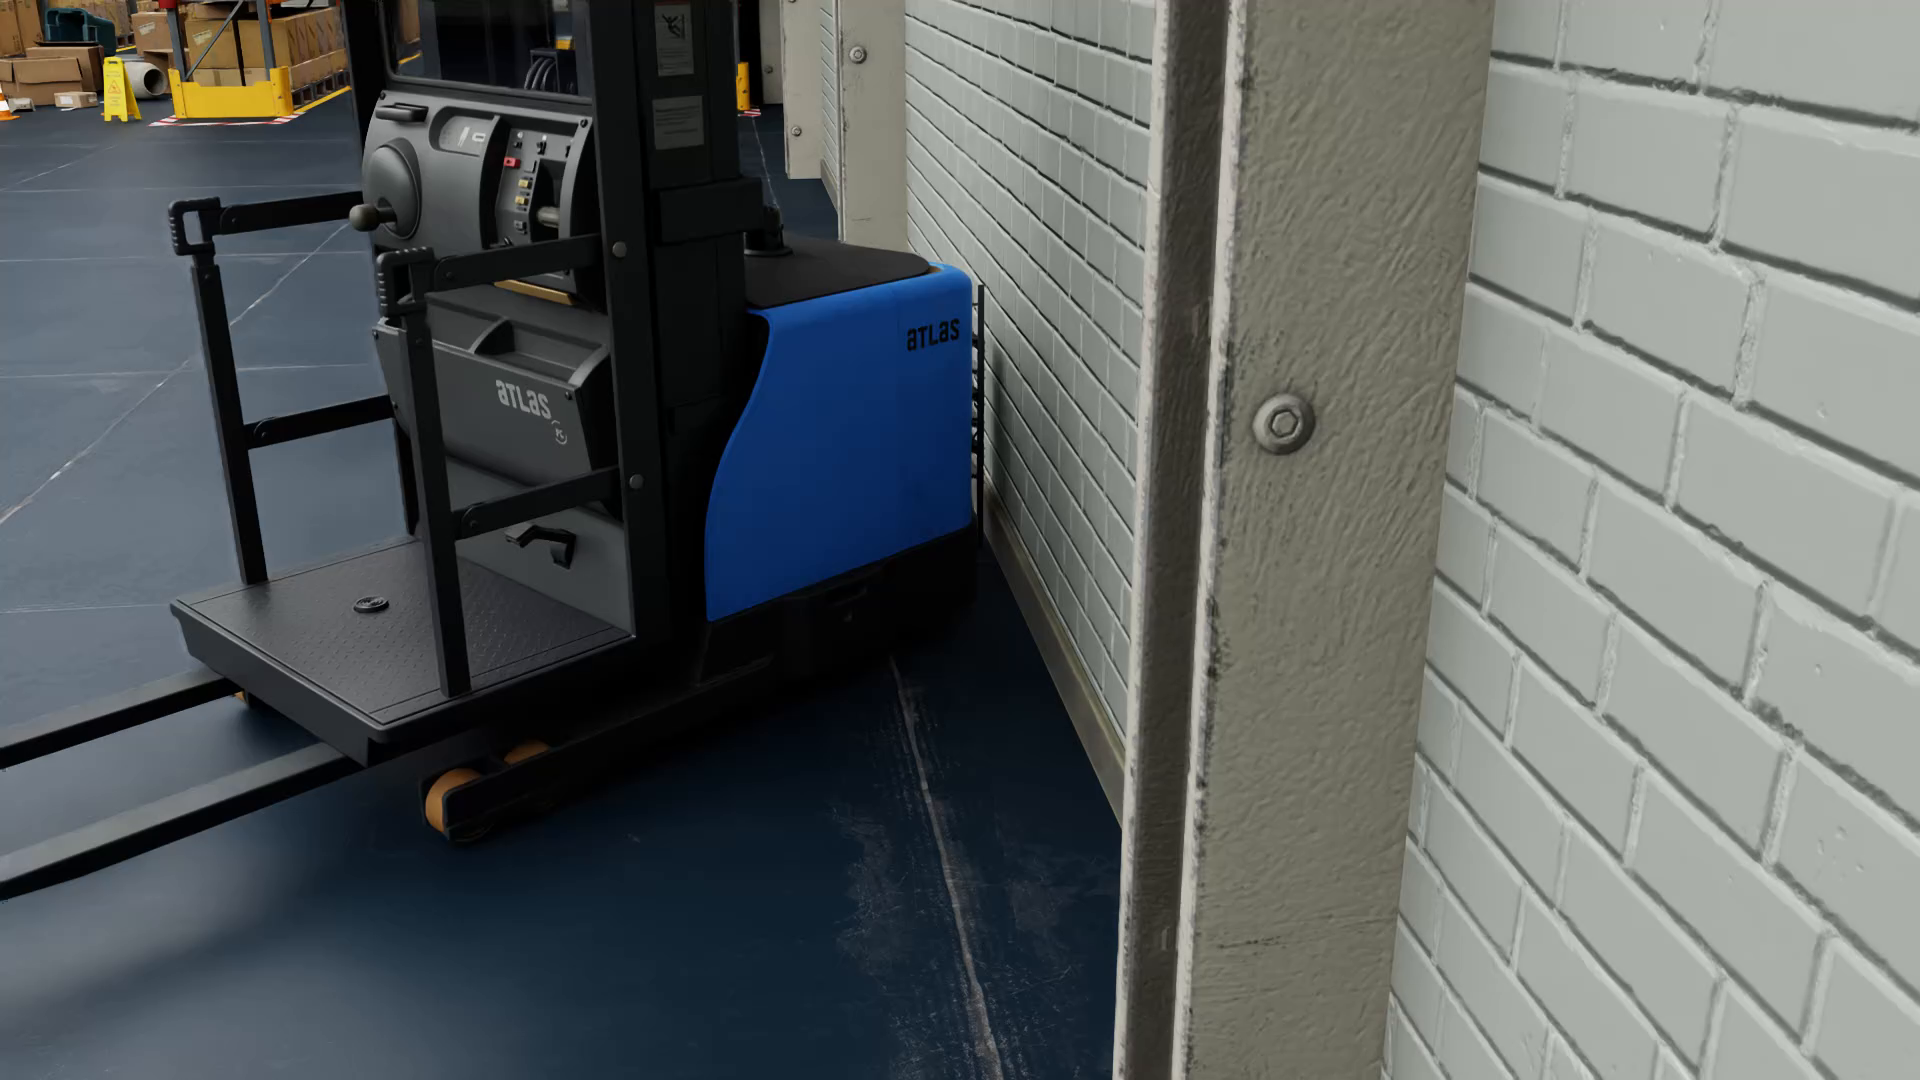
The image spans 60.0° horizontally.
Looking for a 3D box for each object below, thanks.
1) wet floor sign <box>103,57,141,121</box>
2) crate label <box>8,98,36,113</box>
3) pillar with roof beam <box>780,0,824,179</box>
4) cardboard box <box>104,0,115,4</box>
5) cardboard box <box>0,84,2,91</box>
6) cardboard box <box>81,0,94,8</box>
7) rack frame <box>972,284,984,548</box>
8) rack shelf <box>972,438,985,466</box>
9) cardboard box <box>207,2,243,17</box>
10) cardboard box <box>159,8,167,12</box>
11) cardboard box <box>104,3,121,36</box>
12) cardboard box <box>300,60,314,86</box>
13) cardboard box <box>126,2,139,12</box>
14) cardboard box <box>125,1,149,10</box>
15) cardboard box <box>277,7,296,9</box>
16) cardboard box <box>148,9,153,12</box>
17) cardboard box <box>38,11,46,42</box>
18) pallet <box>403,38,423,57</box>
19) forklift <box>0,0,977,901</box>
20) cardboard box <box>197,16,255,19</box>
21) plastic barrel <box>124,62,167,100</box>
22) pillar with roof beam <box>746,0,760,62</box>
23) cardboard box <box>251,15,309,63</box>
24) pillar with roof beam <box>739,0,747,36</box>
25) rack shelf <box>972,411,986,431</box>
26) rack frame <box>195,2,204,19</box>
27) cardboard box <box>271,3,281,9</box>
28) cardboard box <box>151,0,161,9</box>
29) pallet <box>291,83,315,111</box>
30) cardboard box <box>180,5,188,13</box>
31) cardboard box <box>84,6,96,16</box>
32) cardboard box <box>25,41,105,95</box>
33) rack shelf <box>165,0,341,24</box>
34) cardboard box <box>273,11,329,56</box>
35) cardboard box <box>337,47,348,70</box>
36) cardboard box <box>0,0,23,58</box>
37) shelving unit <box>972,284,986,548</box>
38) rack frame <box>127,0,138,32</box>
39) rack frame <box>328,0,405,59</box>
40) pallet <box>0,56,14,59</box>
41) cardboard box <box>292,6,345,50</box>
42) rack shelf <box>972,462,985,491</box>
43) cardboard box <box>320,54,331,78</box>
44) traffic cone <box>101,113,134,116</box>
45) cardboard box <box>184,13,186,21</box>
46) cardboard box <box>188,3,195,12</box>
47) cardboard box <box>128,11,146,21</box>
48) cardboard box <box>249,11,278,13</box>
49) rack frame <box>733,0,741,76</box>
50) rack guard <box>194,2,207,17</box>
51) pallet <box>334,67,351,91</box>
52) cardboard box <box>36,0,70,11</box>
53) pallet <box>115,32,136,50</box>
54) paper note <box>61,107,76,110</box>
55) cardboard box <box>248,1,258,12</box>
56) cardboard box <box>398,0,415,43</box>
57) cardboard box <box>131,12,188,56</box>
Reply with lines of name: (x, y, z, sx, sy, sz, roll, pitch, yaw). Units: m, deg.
wet floor sign: (-8.887, -4.765, 17.551, 0.267, 0.644, 0.232, 4, 21, 11)
crate label: (-10.418, -4.825, 18.440, 0.250, 0.136, 0.298, -15, 25, -35)
pillar with roof beam: (-5.548, -7.041, 11.707, 9.100, 9.000, 0.400, -3, 21, -8)
cardboard box: (-14.051, -8.811, 26.919, 0.500, 0.250, 0.500, -2, 21, -5)
cardboard box: (-11.246, -5.304, 19.539, 0.396, 0.266, 0.258, 1, 20, 2)
cardboard box: (-13.884, -8.448, 25.948, 0.500, 0.250, 0.500, -3, 21, -7)
rack frame: (-0.036, -0.385, 5.460, 0.240, 0.900, 0.006, -7, 22, -18)
rack shelf: (-0.070, -0.303, 5.593, 0.258, 0.077, 0.200, -7, 22, -18)
cardboard box: (-8.382, -6.026, 18.894, 0.380, 0.149, 0.250, -3, 21, -7)
cardboard box: (-14.427, -9.446, 29.769, 0.380, 0.149, 0.250, -3, 21, -8)
cardboard box: (-14.040, -8.462, 27.057, 0.500, 0.500, 0.500, -3, 21, -9)
cardboard box: (-7.765, -5.366, 19.126, 0.500, 0.250, 0.500, -2, 21, -6)
cardboard box: (-14.314, -9.127, 28.490, 0.380, 0.149, 0.250, -2, 21, -6)
cardboard box: (-14.380, -9.310, 28.981, 0.380, 0.149, 0.250, -3, 21, -9)
cardboard box: (-8.615, -6.414, 20.860, 0.500, 0.500, 0.500, -2, 21, -5)
cardboard box: (-14.437, -9.259, 29.268, 0.380, 0.149, 0.250, -4, 21, -11)
cardboard box: (-13.742, -7.756, 25.167, 0.500, 0.500, 0.500, -4, 21, -10)
pallet: (-9.048, -7.728, 26.104, 1.003, 0.211, 1.213, -3, 21, -8)
forklift: (-1.322, -0.876, 3.873, 1.130, 2.935, 3.031, 18, 27, 40)
cardboard box: (-8.308, -5.692, 18.927, 0.500, 0.500, 0.500, -2, 21, -6)
plastic barrel: (-9.652, -5.419, 19.620, 0.512, 0.421, 0.421, 12, 24, 30)
pillar with roof beam: (-7.278, -11.196, 22.831, 9.100, 9.000, 0.400, -3, 21, -8)
cardboard box: (-7.782, -5.729, 19.027, 0.500, 0.500, 0.500, -4, 21, -10)
pillar with roof beam: (-8.143, -13.273, 28.393, 9.100, 9.000, 0.400, -3, 21, -8)
rack shelf: (-0.070, -0.387, 5.561, 0.258, 0.077, 0.200, -7, 22, -18)
rack frame: (-15.046, -11.242, 31.529, 1.000, 3.000, 0.127, -3, 21, -8)
cardboard box: (-8.656, -6.672, 20.623, 0.380, 0.149, 0.250, -3, 21, -7)
cardboard box: (-14.396, -9.492, 29.467, 0.380, 0.149, 0.250, -2, 21, -7)
pallet: (-7.949, -4.990, 18.776, 1.003, 0.211, 1.213, -3, 21, -8)
cardboard box: (-14.611, -9.895, 30.970, 0.380, 0.149, 0.250, -4, 21, -10)
cardboard box: (-13.897, -8.107, 26.108, 0.500, 0.500, 0.500, -3, 21, -9)
cardboard box: (-10.757, -5.685, 20.025, 0.797, 0.637, 0.503, -3, 21, -8)
rack shelf: (-8.144, -6.343, 19.439, 1.077, 0.370, 4.000, -3, 21, -8)
cardboard box: (-7.932, -6.088, 19.987, 0.500, 0.500, 0.500, -2, 21, -5)
cardboard box: (-8.081, -6.090, 21.063, 0.500, 0.250, 0.500, -2, 21, -5)
cardboard box: (-13.765, -7.097, 23.047, 1.050, 0.750, 0.750, -3, 21, -7)
shelving unit: (-0.070, -0.418, 5.550, 0.258, 0.900, 0.210, -7, 22, -18)
rack frame: (-14.469, -9.857, 27.821, 1.000, 3.000, 0.127, -3, 21, -8)
rack frame: (-9.009, -8.757, 24.875, 1.000, 3.000, 0.127, -3, 21, -8)
pallet: (-13.681, -6.468, 22.732, 1.003, 0.211, 1.213, -3, 21, -8)
cardboard box: (-8.082, -6.441, 20.932, 0.500, 0.500, 0.500, -3, 21, -9)
rack shelf: (-0.070, -0.218, 5.624, 0.258, 0.077, 0.200, -7, 22, -18)
cardboard box: (-7.926, -5.729, 20.099, 0.500, 0.250, 0.500, -3, 21, -7)
traffic cone: (-9.194, -4.883, 18.128, 0.336, 0.463, 0.334, -3, 21, -8)
cardboard box: (-14.674, -9.752, 31.014, 0.380, 0.149, 0.250, -3, 21, -8)
cardboard box: (-14.687, -10.074, 31.452, 0.380, 0.149, 0.250, -3, 21, -9)
cardboard box: (-14.205, -9.000, 28.574, 0.380, 0.149, 0.250, -2, 21, -5)
cardboard box: (-8.453, -6.050, 19.885, 0.500, 0.500, 0.500, -2, 21, -5)
rack frame: (-2.944, -6.239, 18.133, 1.000, 3.000, 0.127, -3, 21, -8)
rack guard: (-15.035, -10.045, 31.896, 1.175, 0.500, 0.348, -3, 21, -8)
pallet: (-8.301, -5.835, 21.037, 1.003, 0.211, 1.213, -3, 21, -8)
cardboard box: (-13.753, -8.100, 25.018, 0.500, 0.250, 0.500, -4, 21, -10)
pallet: (-14.356, -8.282, 27.588, 1.003, 0.211, 1.213, -3, 21, -8)
paper note: (-9.962, -4.823, 18.586, 0.148, 0.019, 0.142, -11, 23, -26)
cardboard box: (-8.538, -6.401, 19.898, 0.380, 0.149, 0.250, -2, 21, -5)
cardboard box: (-9.026, -8.202, 25.825, 0.875, 0.875, 0.875, -3, 21, -8)
cardboard box: (-10.189, -6.456, 21.204, 0.500, 0.500, 0.500, -3, 21, -8)
